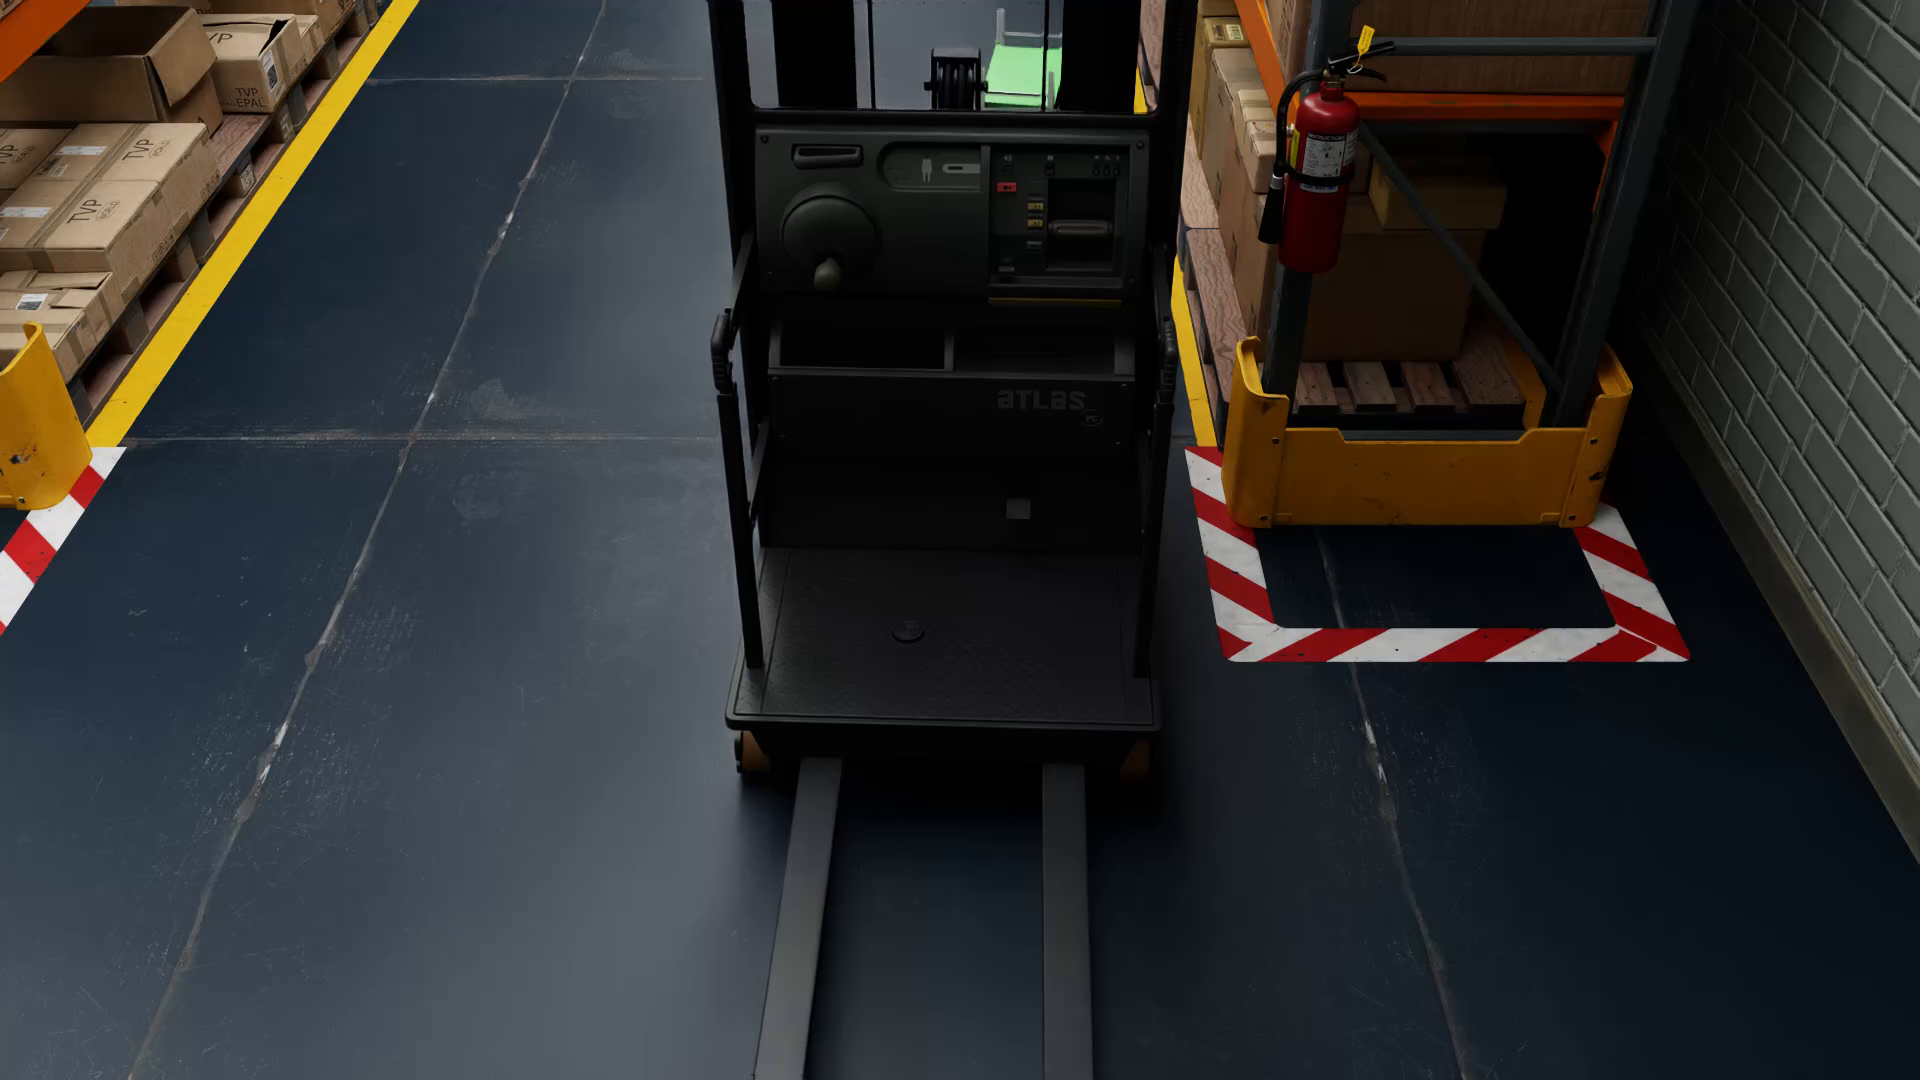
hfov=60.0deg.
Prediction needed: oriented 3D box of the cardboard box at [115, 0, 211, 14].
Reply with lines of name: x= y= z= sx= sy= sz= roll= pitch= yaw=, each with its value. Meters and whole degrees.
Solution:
cardboard box: x=-3.723 y=-2.688 z=8.003 sx=0.500 sy=0.311 sz=0.500 roll=0 pitch=39 yaw=0

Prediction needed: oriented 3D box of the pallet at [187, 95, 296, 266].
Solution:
pallet: x=-3.503 y=-1.545 z=7.010 sx=1.003 sy=0.211 sz=1.213 roll=0 pitch=39 yaw=0

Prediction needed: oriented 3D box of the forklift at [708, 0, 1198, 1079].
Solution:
forklift: x=-0.026 y=-0.705 z=3.786 sx=1.130 sy=2.935 sz=3.031 roll=1 pitch=39 yaw=2

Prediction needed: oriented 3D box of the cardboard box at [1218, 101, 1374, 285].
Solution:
cardboard box: x=1.350 y=-1.271 z=6.101 sx=0.700 sy=0.500 sz=0.500 roll=0 pitch=39 yaw=0

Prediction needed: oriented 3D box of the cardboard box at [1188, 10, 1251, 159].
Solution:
cardboard box: x=1.340 y=-1.919 z=6.909 sx=0.700 sy=0.500 sz=0.500 roll=1 pitch=39 yaw=1

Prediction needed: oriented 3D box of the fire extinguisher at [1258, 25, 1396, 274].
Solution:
fire extinguisher: x=0.990 y=-1.062 z=4.536 sx=0.296 sy=0.674 sz=0.183 roll=0 pitch=39 yaw=0

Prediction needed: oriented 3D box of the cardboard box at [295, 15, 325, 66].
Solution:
cardboard box: x=-3.162 y=-2.296 z=7.645 sx=0.380 sy=0.149 sz=0.250 roll=0 pitch=39 yaw=0

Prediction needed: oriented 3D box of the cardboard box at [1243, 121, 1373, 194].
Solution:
cardboard box: x=1.168 y=-1.292 z=5.607 sx=0.380 sy=0.149 sz=0.250 roll=0 pitch=39 yaw=-1

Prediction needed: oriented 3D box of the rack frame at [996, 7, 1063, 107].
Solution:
rack frame: x=0.243 y=-1.296 z=5.908 sx=0.240 sy=1.200 sz=0.015 roll=5 pitch=39 yaw=6

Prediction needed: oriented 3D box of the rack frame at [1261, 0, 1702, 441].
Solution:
rack frame: x=1.451 y=-1.332 z=4.514 sx=1.000 sy=3.000 sz=0.127 roll=0 pitch=39 yaw=0

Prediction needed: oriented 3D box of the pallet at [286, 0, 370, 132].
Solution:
pallet: x=-3.507 y=-2.310 z=7.964 sx=1.003 sy=0.211 sz=1.213 roll=0 pitch=39 yaw=0

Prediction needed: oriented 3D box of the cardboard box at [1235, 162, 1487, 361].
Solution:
cardboard box: x=1.350 y=-0.958 z=5.710 sx=0.700 sy=0.500 sz=0.500 roll=0 pitch=39 yaw=0

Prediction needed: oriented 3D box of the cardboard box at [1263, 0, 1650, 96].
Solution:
cardboard box: x=1.440 y=-1.768 z=4.818 sx=0.980 sy=0.700 sz=0.700 roll=2 pitch=39 yaw=2

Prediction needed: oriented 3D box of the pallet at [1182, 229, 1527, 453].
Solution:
pallet: x=1.372 y=-0.744 z=6.010 sx=1.003 sy=0.211 sz=1.213 roll=0 pitch=39 yaw=0

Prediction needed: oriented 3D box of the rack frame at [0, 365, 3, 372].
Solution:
rack frame: x=-3.503 y=-1.326 z=4.506 sx=1.000 sy=3.000 sz=0.127 roll=0 pitch=39 yaw=0

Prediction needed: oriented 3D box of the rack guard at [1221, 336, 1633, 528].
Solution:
rack guard: x=1.451 y=-0.342 z=5.277 sx=1.175 sy=0.500 sz=0.348 roll=0 pitch=39 yaw=0

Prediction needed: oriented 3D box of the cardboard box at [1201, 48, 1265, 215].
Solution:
cardboard box: x=1.348 y=-1.586 z=6.493 sx=0.700 sy=0.500 sz=0.500 roll=-1 pitch=39 yaw=-2

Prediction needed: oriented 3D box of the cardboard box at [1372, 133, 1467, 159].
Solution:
cardboard box: x=1.549 y=-1.450 z=5.805 sx=0.380 sy=0.149 sz=0.250 roll=0 pitch=39 yaw=0

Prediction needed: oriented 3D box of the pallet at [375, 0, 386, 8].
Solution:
pallet: x=-3.546 y=-3.248 z=9.135 sx=1.003 sy=0.211 sz=1.213 roll=0 pitch=39 yaw=0

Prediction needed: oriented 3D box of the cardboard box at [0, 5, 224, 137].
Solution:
cardboard box: x=-3.500 y=-1.850 z=6.805 sx=0.797 sy=0.503 sz=0.637 roll=0 pitch=39 yaw=0

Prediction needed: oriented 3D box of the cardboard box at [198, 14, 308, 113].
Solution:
cardboard box: x=-3.222 y=-2.125 z=7.301 sx=0.500 sy=0.311 sz=0.500 roll=0 pitch=39 yaw=0

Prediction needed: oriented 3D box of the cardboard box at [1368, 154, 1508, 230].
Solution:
cardboard box: x=1.550 y=-1.133 z=5.410 sx=0.380 sy=0.149 sz=0.250 roll=0 pitch=39 yaw=0

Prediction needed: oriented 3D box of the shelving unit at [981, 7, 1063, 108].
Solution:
shelving unit: x=0.210 y=-1.145 z=5.719 sx=0.258 sy=1.200 sz=0.503 roll=5 pitch=39 yaw=6

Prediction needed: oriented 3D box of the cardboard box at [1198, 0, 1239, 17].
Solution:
cardboard box: x=1.163 y=-2.267 z=6.824 sx=0.380 sy=0.149 sz=0.250 roll=-1 pitch=39 yaw=-1

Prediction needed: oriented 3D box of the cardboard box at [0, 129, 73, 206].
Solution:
cardboard box: x=-3.721 y=-1.359 z=6.394 sx=0.500 sy=0.250 sz=0.500 roll=0 pitch=39 yaw=0

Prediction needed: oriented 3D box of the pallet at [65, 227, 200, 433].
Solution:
pallet: x=-3.505 y=-0.784 z=6.060 sx=1.003 sy=0.211 sz=1.213 roll=0 pitch=39 yaw=0

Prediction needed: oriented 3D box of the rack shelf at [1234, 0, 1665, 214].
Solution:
rack shelf: x=1.449 y=-2.302 z=6.299 sx=1.077 sy=0.370 sz=4.000 roll=0 pitch=39 yaw=0

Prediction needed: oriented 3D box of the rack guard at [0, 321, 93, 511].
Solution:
rack guard: x=-3.503 y=-0.398 z=5.347 sx=1.175 sy=0.500 sz=0.348 roll=0 pitch=39 yaw=0

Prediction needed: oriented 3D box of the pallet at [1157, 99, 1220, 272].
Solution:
pallet: x=1.373 y=-1.505 z=6.959 sx=1.003 sy=0.211 sz=1.213 roll=0 pitch=39 yaw=0

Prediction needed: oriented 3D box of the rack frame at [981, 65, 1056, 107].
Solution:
rack frame: x=0.177 y=-0.994 z=5.531 sx=0.240 sy=1.200 sz=0.015 roll=5 pitch=39 yaw=6

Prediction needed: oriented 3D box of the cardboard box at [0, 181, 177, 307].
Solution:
cardboard box: x=-3.220 y=-1.078 z=6.043 sx=0.500 sy=0.250 sz=0.500 roll=0 pitch=39 yaw=0

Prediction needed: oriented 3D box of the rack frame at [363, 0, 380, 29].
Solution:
rack frame: x=-3.507 y=-3.828 z=7.628 sx=1.000 sy=3.000 sz=0.127 roll=0 pitch=39 yaw=0

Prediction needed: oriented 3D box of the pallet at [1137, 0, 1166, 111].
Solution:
pallet: x=1.369 y=-2.270 z=7.914 sx=1.003 sy=0.211 sz=1.213 roll=0 pitch=39 yaw=0

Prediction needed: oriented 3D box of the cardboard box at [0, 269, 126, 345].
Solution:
cardboard box: x=-3.160 y=-0.811 z=5.777 sx=0.380 sy=0.166 sz=0.250 roll=0 pitch=39 yaw=0

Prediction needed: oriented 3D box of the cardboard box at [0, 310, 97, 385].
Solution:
cardboard box: x=-3.159 y=-0.648 z=5.587 sx=0.380 sy=0.149 sz=0.250 roll=0 pitch=39 yaw=0

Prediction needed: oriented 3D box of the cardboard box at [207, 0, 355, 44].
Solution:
cardboard box: x=-3.223 y=-2.668 z=7.828 sx=0.500 sy=0.500 sz=0.500 roll=0 pitch=39 yaw=0

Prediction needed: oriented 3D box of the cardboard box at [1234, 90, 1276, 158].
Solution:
cardboard box: x=1.167 y=-1.451 z=5.807 sx=0.380 sy=0.149 sz=0.250 roll=1 pitch=39 yaw=1

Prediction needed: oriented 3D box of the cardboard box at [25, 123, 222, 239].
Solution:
cardboard box: x=-3.221 y=-1.391 z=6.434 sx=0.500 sy=0.250 sz=0.500 roll=0 pitch=39 yaw=0

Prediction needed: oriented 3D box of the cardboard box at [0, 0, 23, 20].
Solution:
cardboard box: x=-3.245 y=-1.966 z=5.224 sx=0.500 sy=0.500 sz=0.500 roll=0 pitch=39 yaw=0

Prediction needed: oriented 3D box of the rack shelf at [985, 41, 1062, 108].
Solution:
rack shelf: x=0.210 y=-1.470 z=5.459 sx=0.258 sy=0.148 sz=0.480 roll=5 pitch=39 yaw=6
